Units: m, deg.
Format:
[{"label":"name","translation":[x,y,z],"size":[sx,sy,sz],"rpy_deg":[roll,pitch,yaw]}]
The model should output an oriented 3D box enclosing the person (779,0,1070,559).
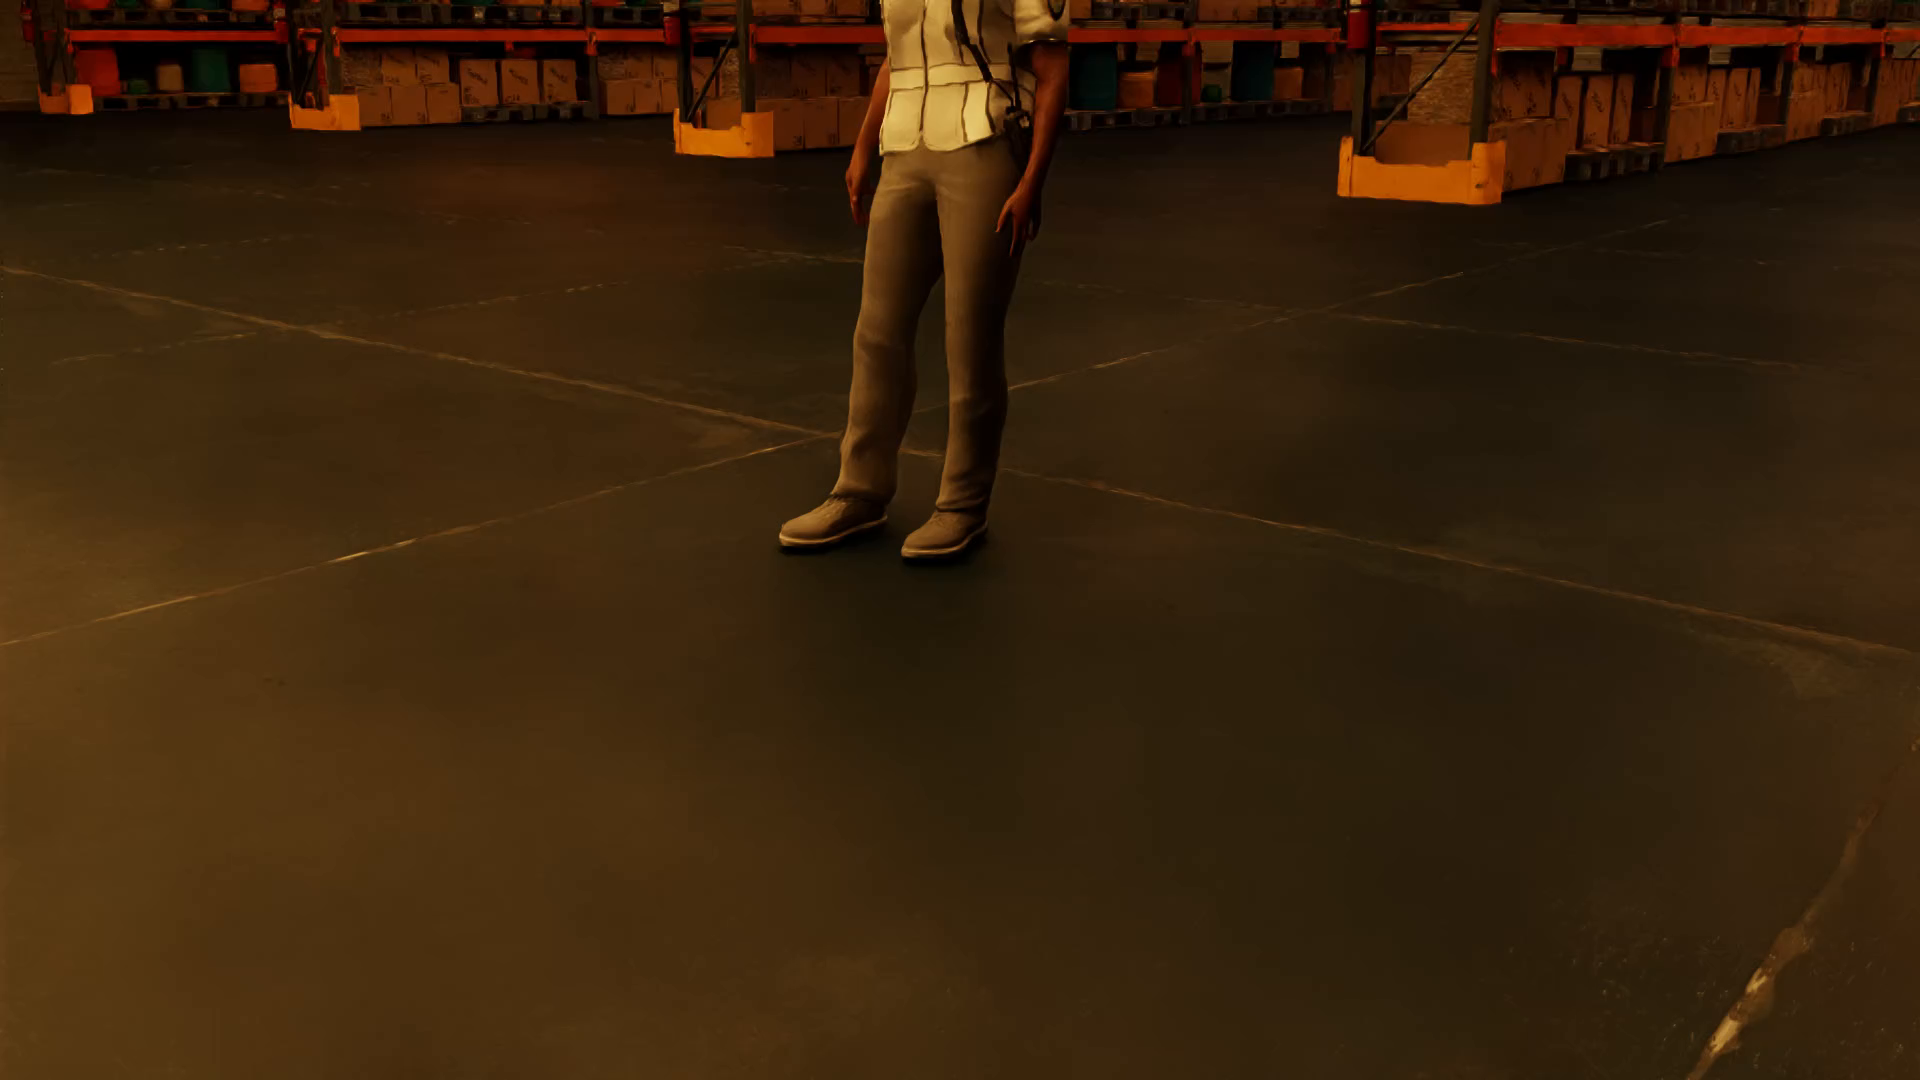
[{"label":"person","translation":[-0.063,-0.805,3.650],"size":[0.570,1.695,0.529],"rpy_deg":[13,21,37]}]
